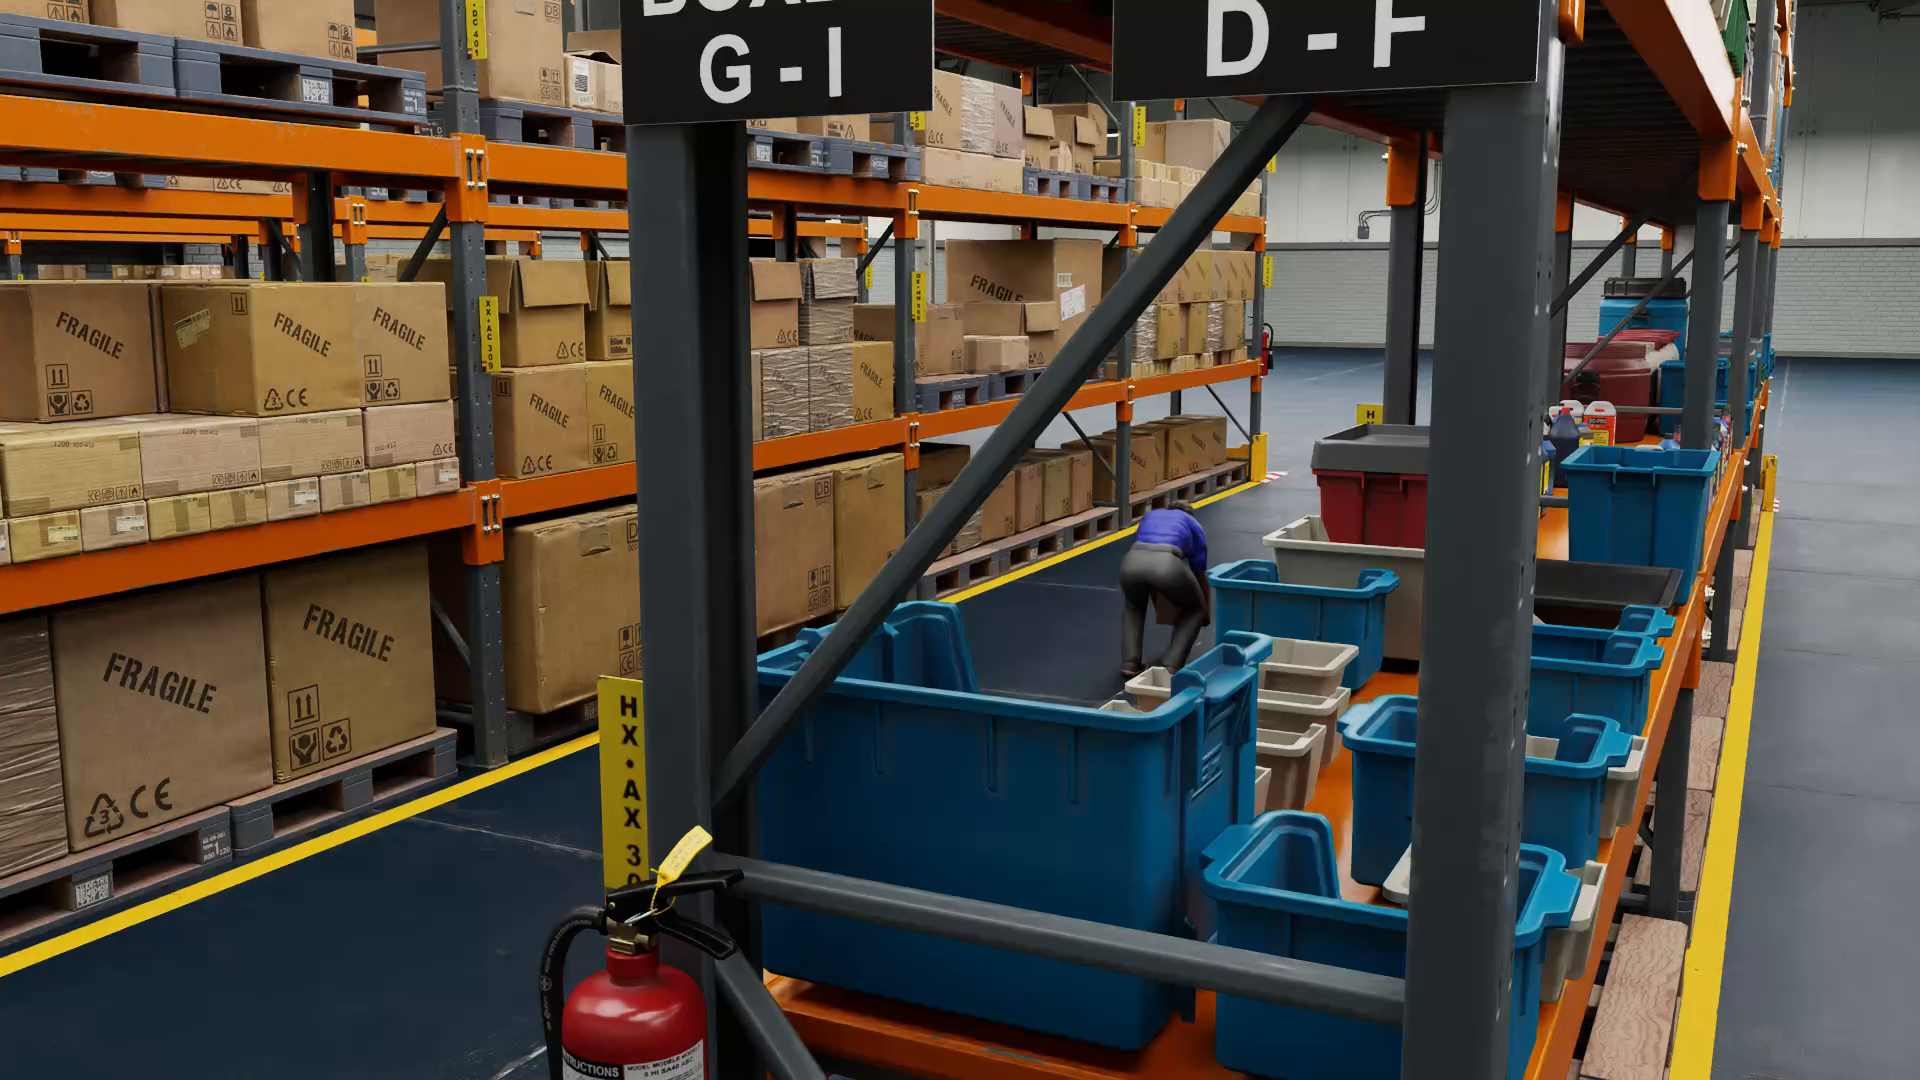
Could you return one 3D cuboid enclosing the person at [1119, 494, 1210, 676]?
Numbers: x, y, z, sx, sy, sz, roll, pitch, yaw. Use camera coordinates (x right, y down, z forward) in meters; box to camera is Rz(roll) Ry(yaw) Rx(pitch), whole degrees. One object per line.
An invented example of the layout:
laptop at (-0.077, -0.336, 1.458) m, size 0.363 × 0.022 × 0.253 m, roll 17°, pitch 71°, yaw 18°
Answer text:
person at (1.169, 0.256, 9.434) m, size 0.469 × 0.982 × 0.862 m, roll 4°, pitch 10°, yaw 23°
